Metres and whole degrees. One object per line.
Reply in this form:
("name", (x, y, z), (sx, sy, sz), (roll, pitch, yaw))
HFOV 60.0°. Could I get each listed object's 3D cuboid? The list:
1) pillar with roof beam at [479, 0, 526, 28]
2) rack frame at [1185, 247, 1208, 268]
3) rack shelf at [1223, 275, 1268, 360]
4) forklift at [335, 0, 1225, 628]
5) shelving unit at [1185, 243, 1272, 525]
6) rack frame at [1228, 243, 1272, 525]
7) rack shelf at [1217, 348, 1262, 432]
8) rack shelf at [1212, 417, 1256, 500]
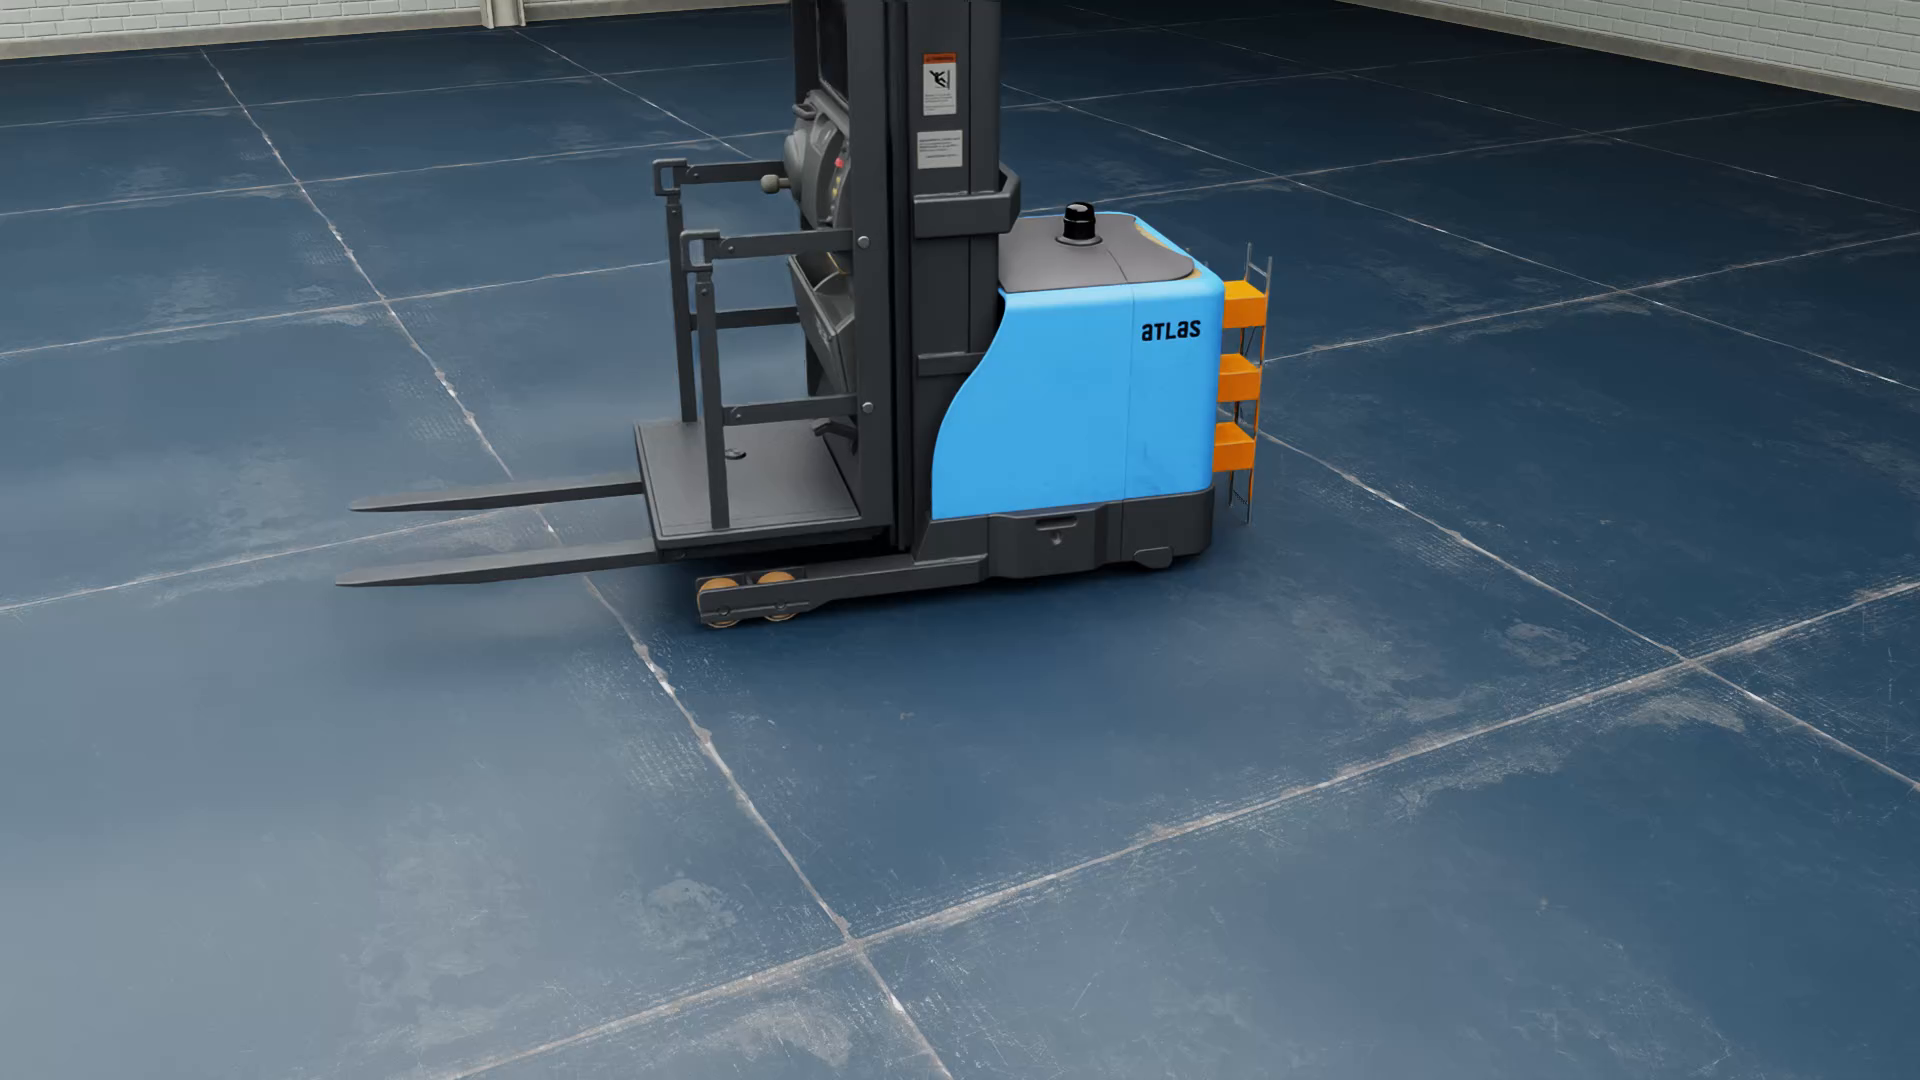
("pillar with roof beam", (-2.802, -7.865, 12.235), (0.400, 9.000, 9.100), (-13, 29, -25))
("rack frame", (0.847, -0.547, 6.176), (0.008, 1.050, 0.200), (-6, 26, -13))
("rack shelf", (0.965, -0.806, 6.085), (0.240, 0.259, 0.215), (-6, 26, -13))
("forklift", (-0.658, -1.276, 5.522), (3.031, 2.935, 1.130), (-6, 26, -13))
("shelving unit", (0.965, -0.560, 6.203), (0.252, 1.050, 0.215), (-6, 26, -13))
("rack frame", (1.083, -0.573, 6.230), (0.008, 1.050, 0.200), (-6, 26, -13))
("rack shelf", (0.965, -0.550, 6.207), (0.240, 0.259, 0.215), (-6, 26, -13))
("rack shelf", (0.965, -0.300, 6.328), (0.240, 0.259, 0.215), (-6, 26, -13))
